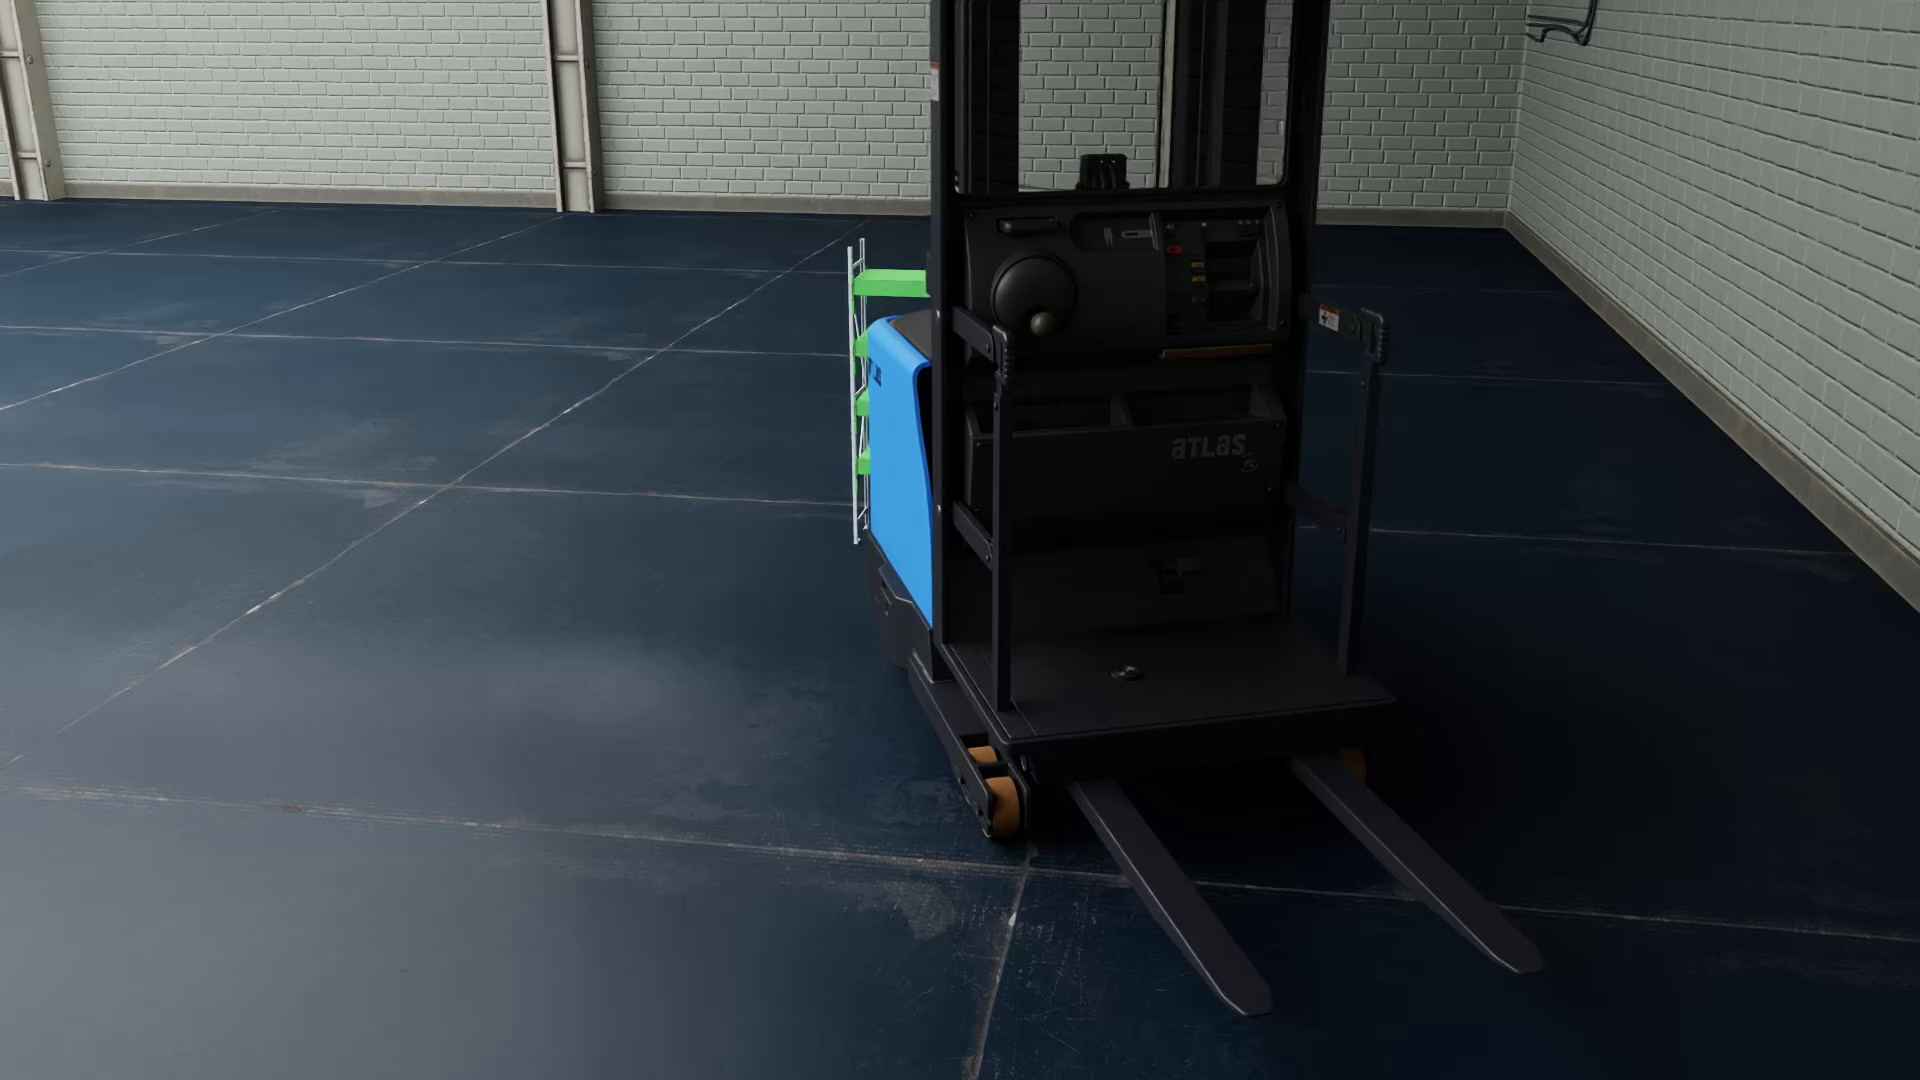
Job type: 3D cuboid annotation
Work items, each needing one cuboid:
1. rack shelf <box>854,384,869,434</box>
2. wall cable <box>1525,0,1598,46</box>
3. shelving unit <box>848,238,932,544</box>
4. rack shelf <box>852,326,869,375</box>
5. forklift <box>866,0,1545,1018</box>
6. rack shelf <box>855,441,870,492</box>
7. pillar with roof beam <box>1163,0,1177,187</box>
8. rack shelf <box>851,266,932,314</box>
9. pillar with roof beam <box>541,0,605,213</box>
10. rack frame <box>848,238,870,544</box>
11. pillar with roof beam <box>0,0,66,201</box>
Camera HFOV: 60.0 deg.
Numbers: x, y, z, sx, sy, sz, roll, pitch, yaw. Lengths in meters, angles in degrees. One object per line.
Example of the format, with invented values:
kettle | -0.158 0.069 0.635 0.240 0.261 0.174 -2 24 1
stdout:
rack shelf | -0.163 -0.517 6.658 0.480 0.148 0.258 3 19 9
wall cable | 4.818 -5.245 13.192 0.112 2.526 3.097 3 19 9
shelving unit | -0.163 -0.577 6.638 0.503 1.200 0.258 3 19 9
rack shelf | -0.163 -0.744 6.582 0.480 0.148 0.258 3 19 9
forklift | 0.521 -0.729 4.363 1.130 2.935 3.031 -5 19 -13
rack shelf | -0.163 -0.289 6.734 0.480 0.148 0.258 3 19 9
pillar with roof beam | 1.436 -5.932 10.350 0.400 9.000 9.100 3 19 9
rack shelf | -0.163 -0.972 6.506 0.480 0.148 0.258 3 19 9
pillar with roof beam | -4.488 -6.234 11.252 0.400 9.000 9.100 3 19 9
rack frame | -0.404 -0.590 6.674 0.015 1.200 0.240 3 19 9
pillar with roof beam | -10.412 -6.536 12.155 0.400 9.000 9.100 3 19 9
